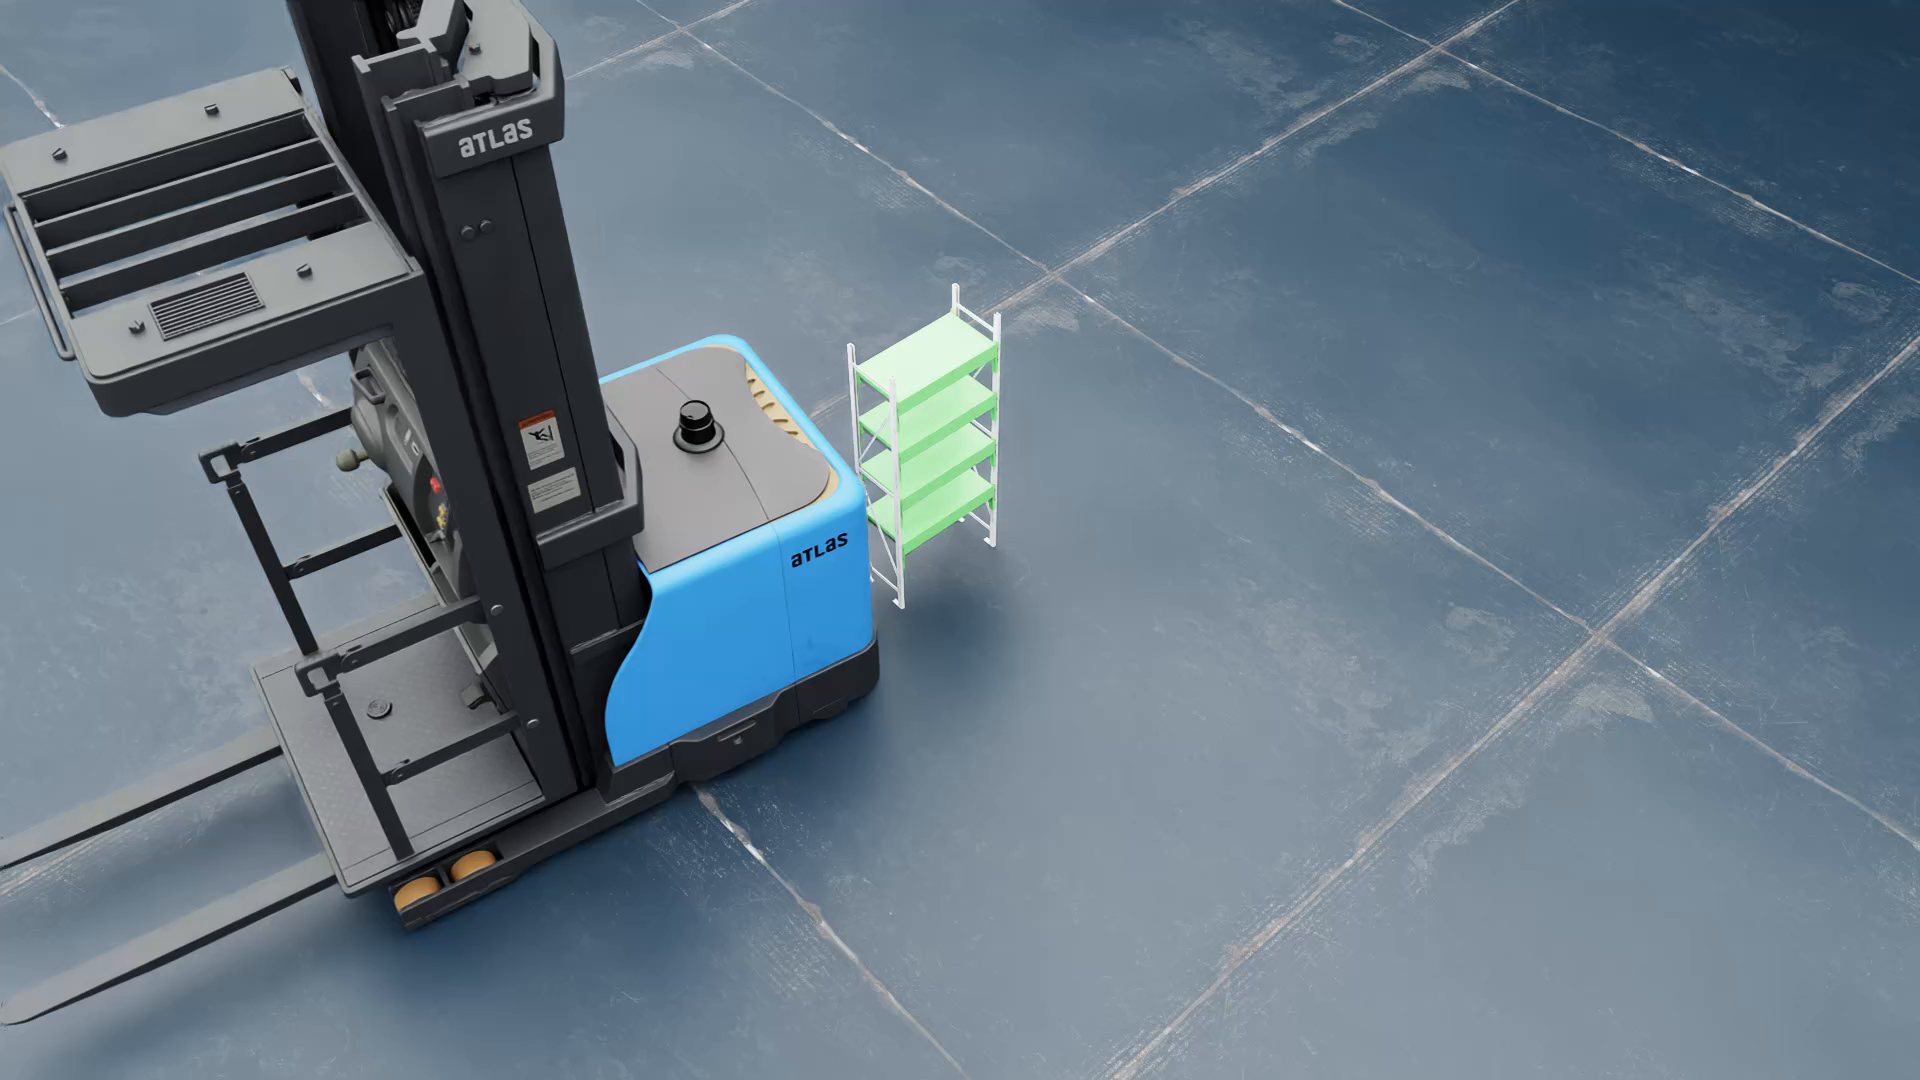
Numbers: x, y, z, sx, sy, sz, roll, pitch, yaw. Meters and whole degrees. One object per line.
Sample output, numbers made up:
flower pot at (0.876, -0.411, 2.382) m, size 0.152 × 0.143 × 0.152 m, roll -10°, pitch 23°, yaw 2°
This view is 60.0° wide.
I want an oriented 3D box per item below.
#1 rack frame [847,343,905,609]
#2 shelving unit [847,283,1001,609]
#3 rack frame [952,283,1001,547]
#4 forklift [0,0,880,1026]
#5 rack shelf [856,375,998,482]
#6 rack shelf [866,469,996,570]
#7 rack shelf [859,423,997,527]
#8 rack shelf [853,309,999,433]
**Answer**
rack frame at (-0.303, -0.204, 6.122) m, size 0.015 × 1.200 × 0.240 m, roll -34°, pitch 56°, yaw -27°
shelving unit at (-0.122, -0.325, 6.234) m, size 0.503 × 1.200 × 0.258 m, roll -34°, pitch 56°, yaw -27°
rack frame at (0.058, -0.446, 6.345) m, size 0.015 × 1.200 × 0.240 m, roll -34°, pitch 56°, yaw -27°
forklift at (-1.820, -0.156, 4.900) m, size 3.031 × 2.935 × 1.130 m, roll -25°, pitch 52°, yaw -21°
rack shelf at (-0.122, -0.444, 6.104) m, size 0.480 × 0.148 × 0.258 m, roll -34°, pitch 56°, yaw -27°
rack shelf at (-0.122, -0.119, 6.457) m, size 0.480 × 0.148 × 0.258 m, roll -34°, pitch 56°, yaw -27°
rack shelf at (-0.122, -0.282, 6.280) m, size 0.480 × 0.148 × 0.258 m, roll -34°, pitch 56°, yaw -27°
rack shelf at (-0.122, -0.607, 5.928) m, size 0.480 × 0.148 × 0.258 m, roll -34°, pitch 56°, yaw -27°
